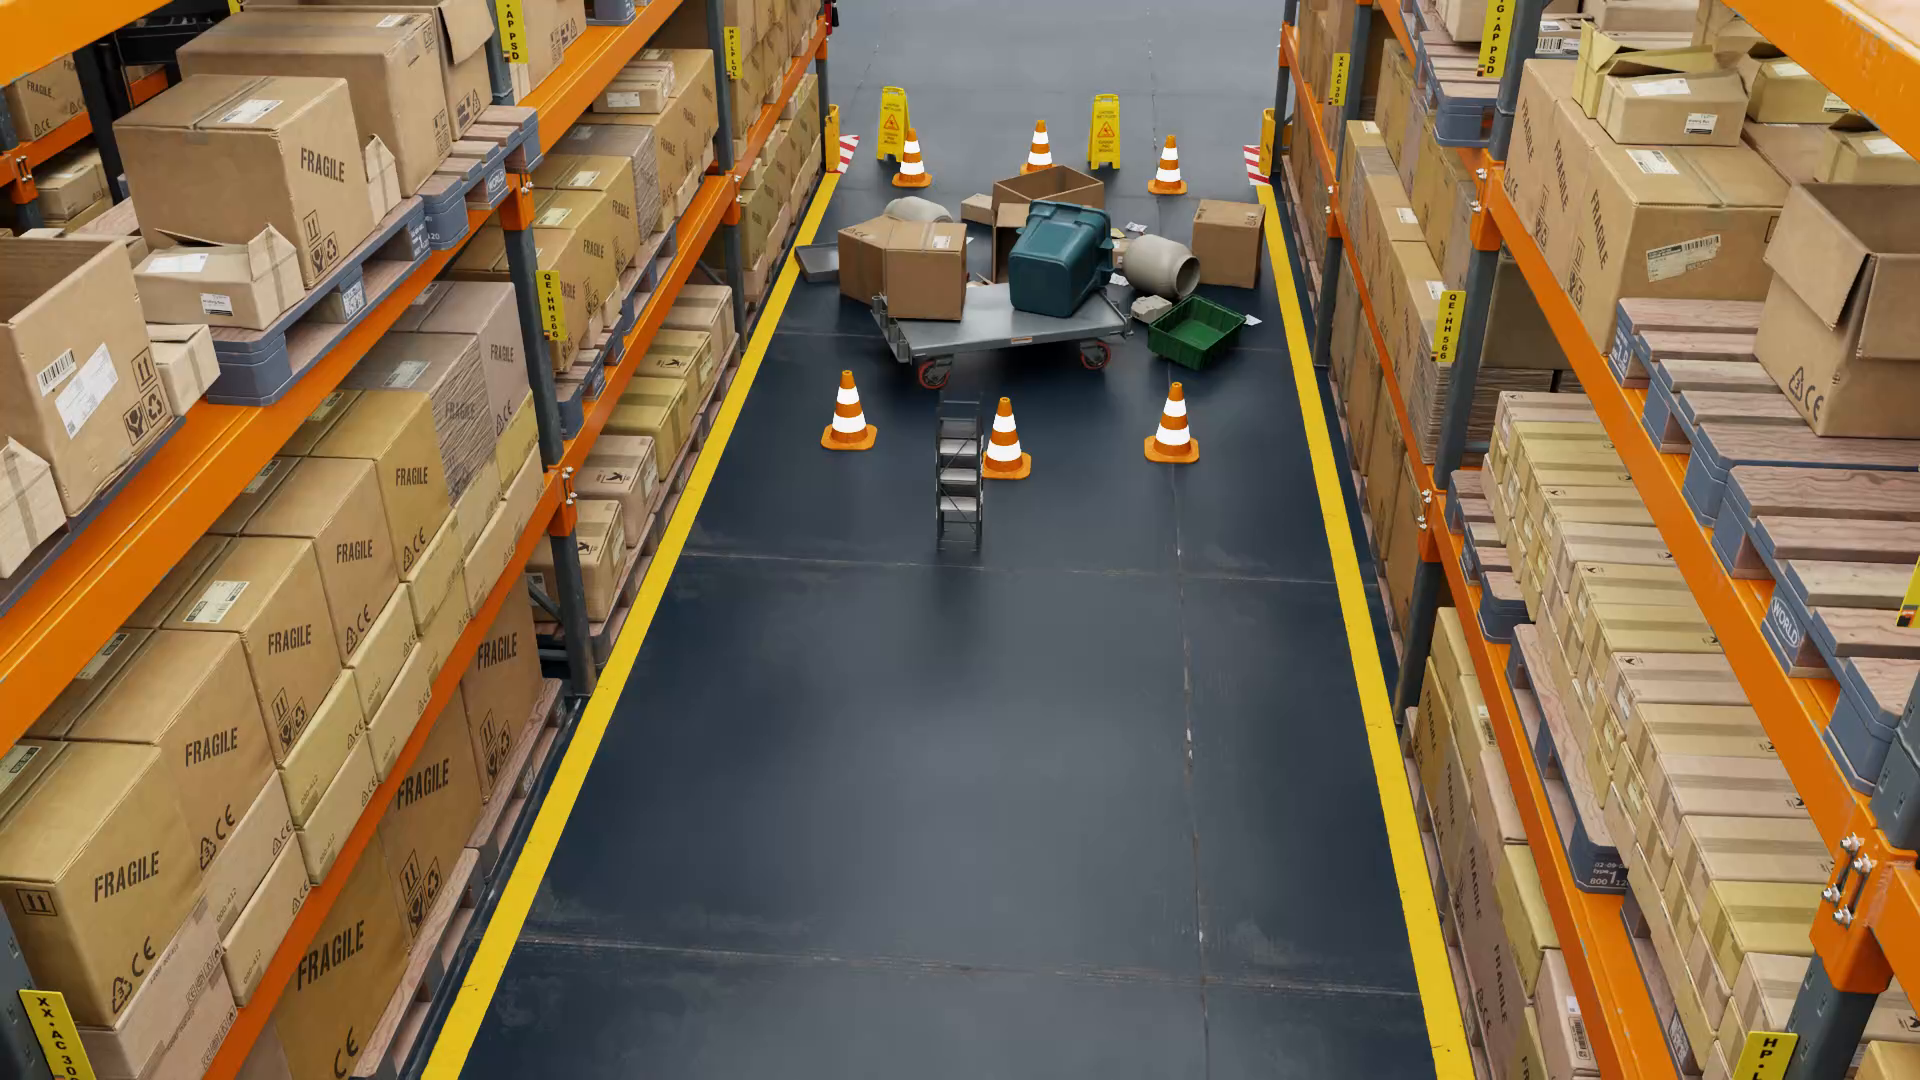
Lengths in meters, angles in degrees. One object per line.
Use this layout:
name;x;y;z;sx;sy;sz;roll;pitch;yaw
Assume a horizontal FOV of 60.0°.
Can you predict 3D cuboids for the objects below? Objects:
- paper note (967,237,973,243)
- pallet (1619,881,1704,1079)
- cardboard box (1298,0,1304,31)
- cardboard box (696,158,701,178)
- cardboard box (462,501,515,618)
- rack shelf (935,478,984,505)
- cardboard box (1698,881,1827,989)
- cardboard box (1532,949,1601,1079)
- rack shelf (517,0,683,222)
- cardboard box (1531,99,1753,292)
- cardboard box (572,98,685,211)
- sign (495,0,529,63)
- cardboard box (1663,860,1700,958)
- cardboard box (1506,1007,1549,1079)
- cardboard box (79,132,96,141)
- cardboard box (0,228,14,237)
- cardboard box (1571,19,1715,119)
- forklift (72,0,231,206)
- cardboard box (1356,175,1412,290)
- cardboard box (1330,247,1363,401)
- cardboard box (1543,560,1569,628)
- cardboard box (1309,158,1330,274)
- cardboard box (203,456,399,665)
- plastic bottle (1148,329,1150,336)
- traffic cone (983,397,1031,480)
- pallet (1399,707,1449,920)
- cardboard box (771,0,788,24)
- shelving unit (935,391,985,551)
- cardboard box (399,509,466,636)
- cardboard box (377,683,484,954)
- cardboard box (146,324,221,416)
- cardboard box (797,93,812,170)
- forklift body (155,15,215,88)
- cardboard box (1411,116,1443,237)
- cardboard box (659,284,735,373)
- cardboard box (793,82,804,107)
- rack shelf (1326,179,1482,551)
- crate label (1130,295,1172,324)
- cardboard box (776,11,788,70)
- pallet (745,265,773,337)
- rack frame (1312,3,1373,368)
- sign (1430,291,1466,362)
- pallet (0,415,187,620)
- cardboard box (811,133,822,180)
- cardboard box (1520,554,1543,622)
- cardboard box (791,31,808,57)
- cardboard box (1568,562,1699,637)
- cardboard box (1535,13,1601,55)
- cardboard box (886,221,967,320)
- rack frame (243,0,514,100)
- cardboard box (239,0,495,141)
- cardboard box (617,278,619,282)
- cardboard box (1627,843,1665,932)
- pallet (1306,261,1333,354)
paper note;0.014;-2.441;13.474;0.148;0.019;0.142;14;34;21
pallet;2.498;1.394;4.592;1.003;0.211;1.213;2;32;4
cardboard box;3.283;-4.437;13.728;0.875;0.550;0.550;2;32;4
cardboard box;-1.805;-2.290;10.226;0.380;0.149;0.250;2;32;3
cardboard box;-2.133;0.063;6.712;0.500;0.250;0.500;3;32;5
rack shelf;-0.001;-0.274;9.352;0.258;0.077;0.200;2;32;4
cardboard box;2.150;1.022;4.285;0.380;0.149;0.250;2;32;3
cardboard box;2.155;1.604;5.337;0.500;0.250;0.500;4;32;6
rack shelf;-2.162;-2.561;8.653;1.077;0.370;4.000;2;32;4
cardboard box;2.271;-1.156;5.593;0.500;0.500;0.500;2;32;4
cardboard box;-1.896;-2.203;9.468;0.500;0.500;0.500;4;32;6
sign;-1.773;-2.047;6.565;0.100;0.325;0.005;2;32;4
cardboard box;2.170;1.024;4.566;0.380;0.149;0.250;4;32;6
cardboard box;2.142;1.925;5.529;0.500;0.500;0.500;2;32;3
cardboard box;-6.514;-3.047;12.883;0.500;0.250;0.500;3;32;6
cardboard box;-6.978;-1.740;11.358;0.875;0.625;0.625;4;32;6
cardboard box;2.267;-1.562;5.521;0.396;0.266;0.258;2;32;4
forklift;-4.650;-2.247;10.383;1.130;2.935;3.031;-8;32;-12
cardboard box;2.548;-1.731;9.385;0.500;0.500;0.500;2;32;4
cardboard box;2.981;-1.370;10.638;1.050;0.750;0.750;2;32;4
cardboard box;2.297;0.204;5.896;0.380;0.149;0.250;3;32;4
cardboard box;3.133;-2.549;12.432;0.875;0.875;0.875;3;32;4
cardboard box;-2.236;0.061;5.523;0.500;0.500;0.500;2;32;3
plastic bottle;1.461;-1.435;11.801;0.133;0.061;0.283;-14;34;-21
traffic cone;0.268;-0.653;10.149;0.336;0.463;0.334;2;32;4
pallet;2.552;1.210;7.366;1.003;0.211;1.213;2;32;4
cardboard box;-1.616;-3.979;11.796;0.700;0.500;0.500;2;32;3
shelving unit;-0.001;-0.379;9.287;0.258;0.900;0.210;2;32;4
cardboard box;-2.171;0.108;6.163;0.500;0.250;0.500;2;32;3
cardboard box;-2.541;1.005;6.665;0.875;0.875;0.875;3;32;5
cardboard box;-2.199;-0.456;4.374;0.380;0.166;0.250;0;32;1
cardboard box;-1.518;-3.352;13.616;0.500;0.500;0.500;4;32;6
forklift body;-4.957;-3.507;13.170;2.313;2.155;1.214;2;32;4
cardboard box;2.784;-1.888;8.687;0.700;0.500;0.500;2;32;3
cardboard box;-2.040;-1.422;11.082;0.950;0.372;0.625;3;32;5
cardboard box;-1.466;-3.575;13.359;0.380;0.149;0.250;3;32;5
rack shelf;2.779;-1.125;9.183;1.077;0.370;4.000;2;32;4
crate label;1.400;-1.677;12.120;0.298;0.136;0.250;-20;37;-29
cardboard box;-1.593;-3.814;12.481;0.500;0.500;0.500;3;32;5
pallet;-1.980;-1.801;12.252;1.003;0.211;1.213;2;32;4
rack frame;2.942;-2.477;10.691;1.000;3.000;0.127;2;32;4
sign;2.063;-0.900;7.029;0.100;0.325;0.005;2;32;4
pallet;-2.625;-0.130;4.205;0.805;0.209;1.217;1;32;2
cardboard box;-1.473;-3.289;14.229;0.500;0.250;0.500;2;32;4
cardboard box;2.315;0.190;6.201;0.380;0.149;0.250;4;32;6
cardboard box;-1.434;-4.010;13.417;0.380;0.149;0.250;3;32;5
cardboard box;2.281;0.210;5.603;0.380;0.149;0.250;3;32;5
cardboard box;2.446;-2.107;6.958;0.380;0.166;0.250;2;32;4
cardboard box;-0.223;-1.834;11.307;0.500;0.500;0.500;2;32;4
rack frame;-2.325;-3.098;5.980;1.000;3.000;0.127;2;32;4
cardboard box;-2.205;-1.840;6.300;0.797;0.503;0.637;1;32;1
cardboard box;-2.004;-1.338;8.681;0.380;0.149;0.250;4;32;7
cardboard box;2.190;1.021;4.854;0.380;0.149;0.250;1;32;1
pallet;3.082;-1.684;12.062;1.003;0.211;1.213;2;32;4
